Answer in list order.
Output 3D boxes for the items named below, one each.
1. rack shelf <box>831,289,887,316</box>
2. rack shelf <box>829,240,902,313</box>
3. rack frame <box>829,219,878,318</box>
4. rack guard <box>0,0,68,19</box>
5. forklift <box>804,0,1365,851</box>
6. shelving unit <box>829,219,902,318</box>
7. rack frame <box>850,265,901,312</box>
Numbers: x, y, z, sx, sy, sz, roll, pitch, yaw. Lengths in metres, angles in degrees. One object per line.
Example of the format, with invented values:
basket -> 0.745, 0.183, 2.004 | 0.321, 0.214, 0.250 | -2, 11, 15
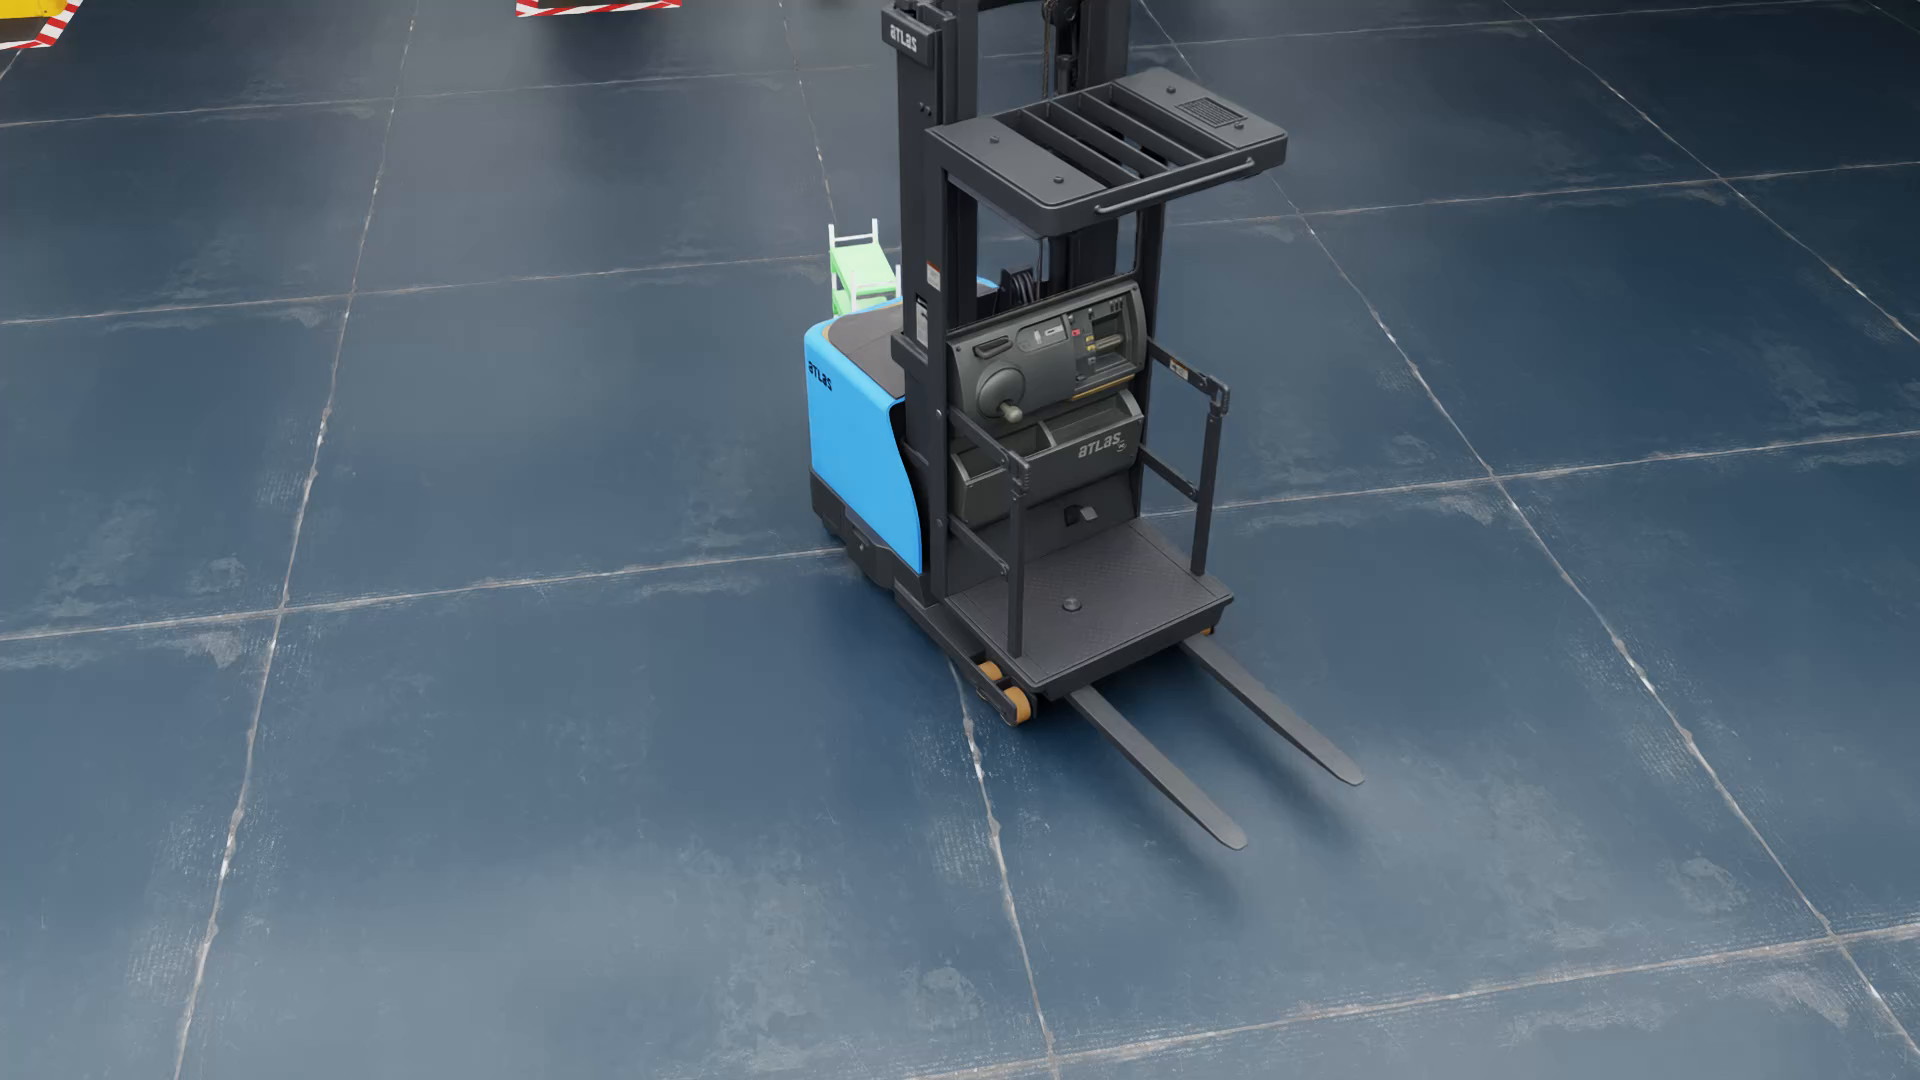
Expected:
rack shelf -> -0.464, -1.090, 8.288 | 0.258, 0.148, 0.480 | -10, 39, -12
rack shelf -> -0.464, -1.279, 8.140 | 0.258, 0.148, 0.480 | -10, 39, -12
rack frame -> -0.529, -1.095, 8.581 | 0.240, 1.200, 0.015 | -10, 39, -12
rack guard -> -8.032, -4.561, 13.613 | 1.175, 0.500, 0.348 | -6, 38, -8
forklift -> 0.493, -0.698, 6.659 | 1.130, 2.935, 3.031 | -22, 43, -26
shelving unit -> -0.464, -0.951, 8.396 | 0.258, 1.200, 0.503 | -10, 39, -12
rack frame -> -0.400, -0.806, 8.210 | 0.240, 1.200, 0.015 | -10, 39, -12
